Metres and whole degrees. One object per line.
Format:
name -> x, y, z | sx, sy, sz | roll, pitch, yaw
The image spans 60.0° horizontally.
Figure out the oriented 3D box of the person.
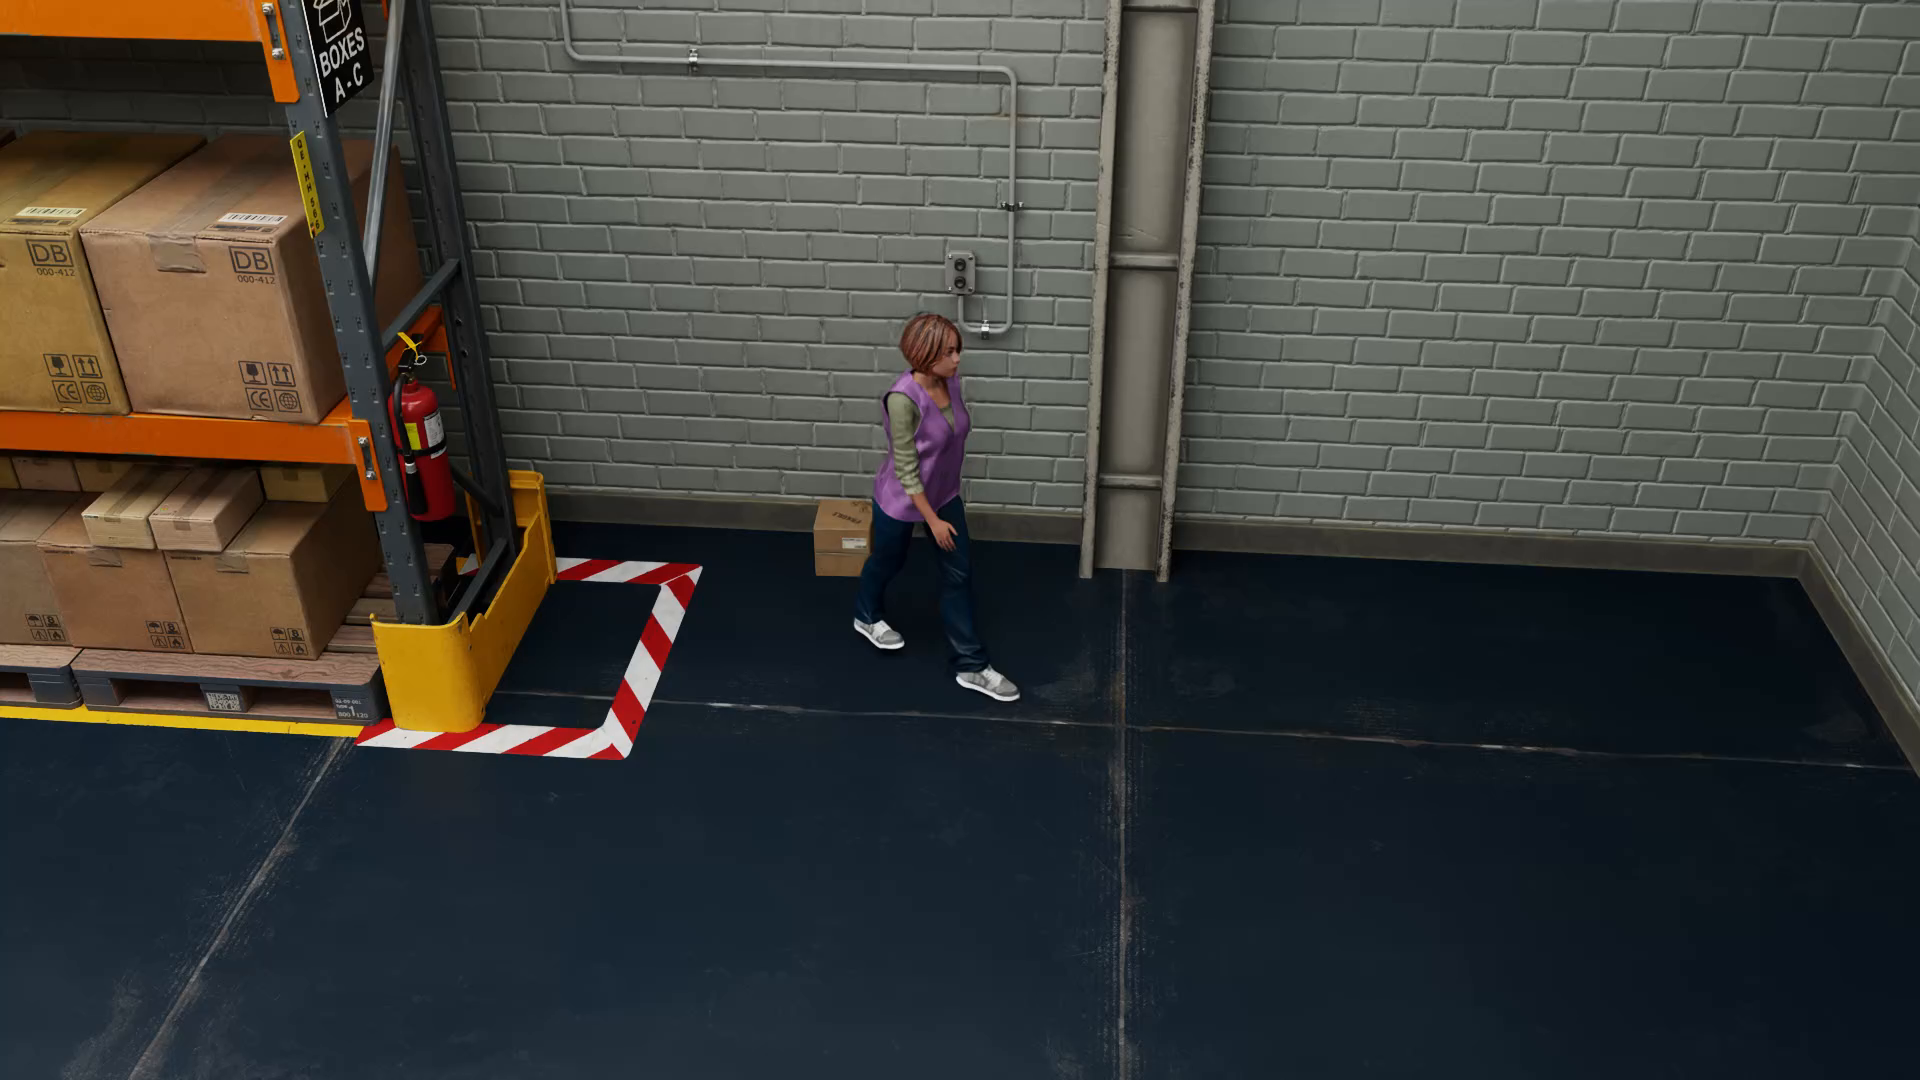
person -> -0.116, -0.150, 6.374 | 0.842, 1.554, 0.414 | 27, 41, 36
